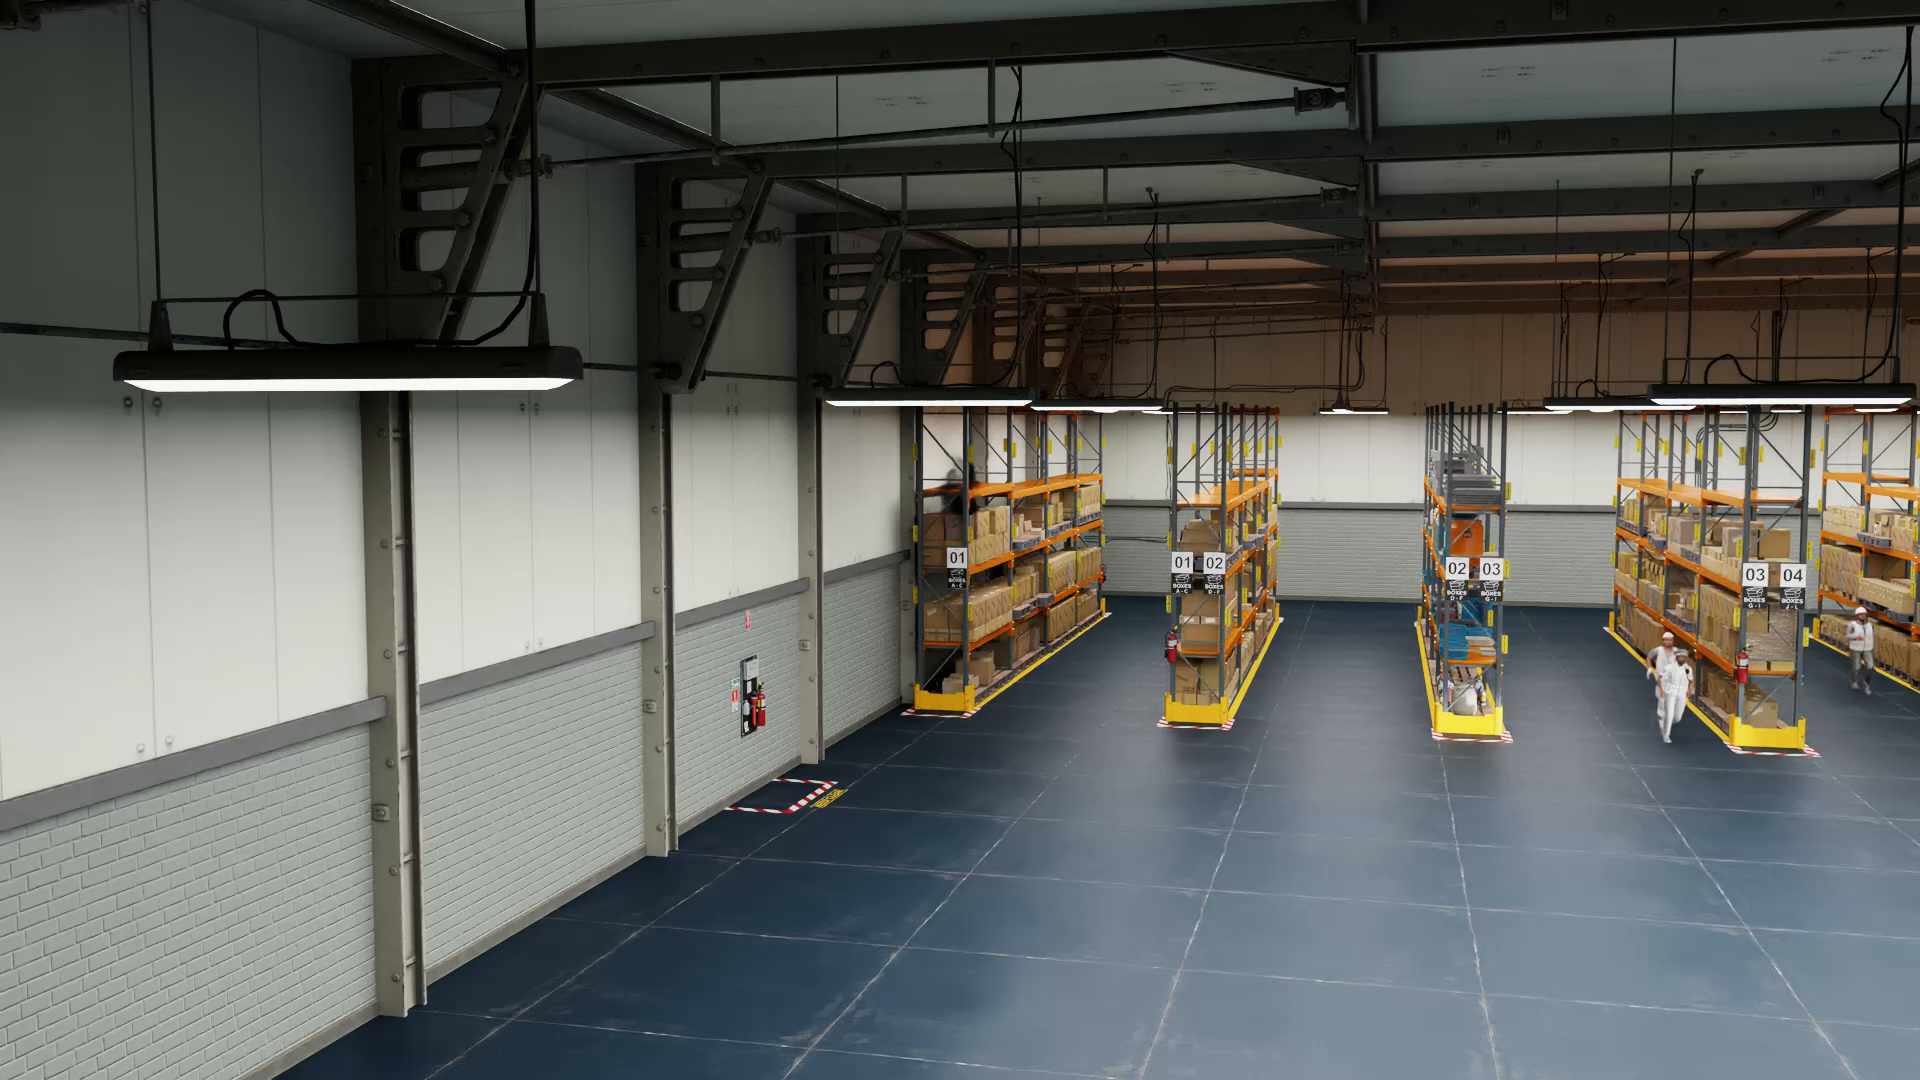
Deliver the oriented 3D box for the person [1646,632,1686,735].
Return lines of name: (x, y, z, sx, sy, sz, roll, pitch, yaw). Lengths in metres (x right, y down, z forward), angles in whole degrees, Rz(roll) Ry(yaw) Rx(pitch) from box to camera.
person: (12.836, 2.584, 30.223, 0.653, 1.838, 0.830, 1, 4, 11)

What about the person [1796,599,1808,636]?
person: (20.332, 1.890, 40.582, 0.650, 1.689, 0.604, 1, 4, 18)

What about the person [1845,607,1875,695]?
person: (18.706, 2.302, 34.515, 0.635, 1.820, 0.756, 1, 4, 12)

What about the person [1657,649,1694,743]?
person: (12.682, 2.738, 29.479, 0.620, 1.648, 0.637, 1, 4, 7)
